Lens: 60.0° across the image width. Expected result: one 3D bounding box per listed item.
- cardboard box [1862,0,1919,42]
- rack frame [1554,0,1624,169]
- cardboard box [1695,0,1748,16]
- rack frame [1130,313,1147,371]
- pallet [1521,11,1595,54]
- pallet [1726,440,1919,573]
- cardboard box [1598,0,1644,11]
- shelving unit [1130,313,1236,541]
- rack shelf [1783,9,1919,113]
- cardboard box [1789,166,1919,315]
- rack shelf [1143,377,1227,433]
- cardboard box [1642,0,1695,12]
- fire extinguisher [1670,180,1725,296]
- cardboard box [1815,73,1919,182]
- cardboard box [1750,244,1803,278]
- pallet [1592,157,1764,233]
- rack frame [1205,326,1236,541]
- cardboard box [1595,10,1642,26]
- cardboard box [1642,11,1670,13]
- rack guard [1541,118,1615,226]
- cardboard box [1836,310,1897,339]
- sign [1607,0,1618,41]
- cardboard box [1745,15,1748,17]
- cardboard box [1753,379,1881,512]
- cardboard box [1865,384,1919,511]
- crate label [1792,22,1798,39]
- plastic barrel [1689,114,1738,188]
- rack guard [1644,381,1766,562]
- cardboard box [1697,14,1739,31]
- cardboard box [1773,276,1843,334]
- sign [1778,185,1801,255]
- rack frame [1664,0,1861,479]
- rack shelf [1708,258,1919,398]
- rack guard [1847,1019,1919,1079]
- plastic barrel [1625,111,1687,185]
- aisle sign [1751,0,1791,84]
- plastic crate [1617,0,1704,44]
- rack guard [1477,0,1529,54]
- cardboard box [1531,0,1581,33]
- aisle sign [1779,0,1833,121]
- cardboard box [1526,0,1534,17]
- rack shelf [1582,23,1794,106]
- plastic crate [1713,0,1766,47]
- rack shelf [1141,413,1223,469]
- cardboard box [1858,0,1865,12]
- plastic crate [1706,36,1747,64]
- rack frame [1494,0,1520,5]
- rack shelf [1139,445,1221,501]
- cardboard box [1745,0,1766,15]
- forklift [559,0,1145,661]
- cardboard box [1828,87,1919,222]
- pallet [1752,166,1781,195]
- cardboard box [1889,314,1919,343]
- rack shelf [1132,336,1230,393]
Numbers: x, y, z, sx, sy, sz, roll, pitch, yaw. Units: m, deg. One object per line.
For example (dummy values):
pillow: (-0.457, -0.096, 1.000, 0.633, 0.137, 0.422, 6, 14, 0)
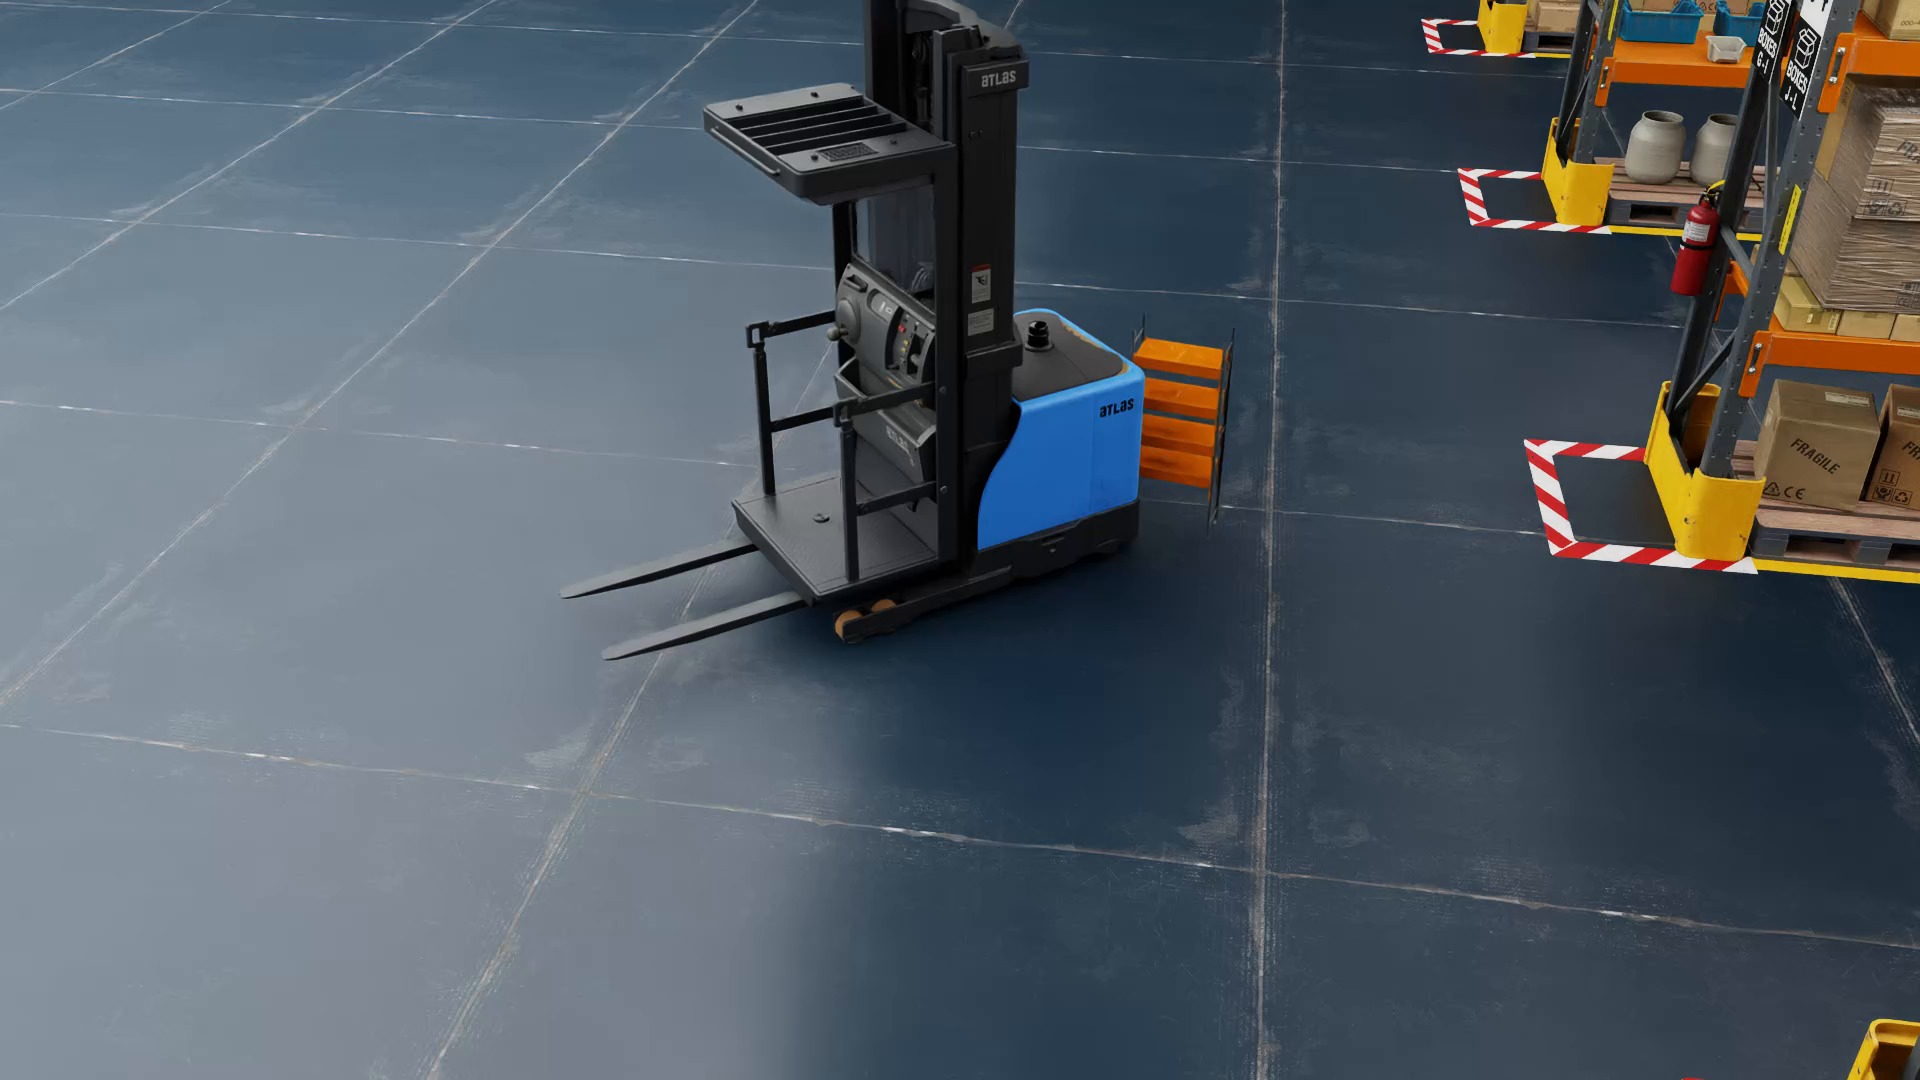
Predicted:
cardboard box: (4.561, -2.505, 7.739, 0.500, 0.250, 0.500, 6, 33, 10)
rack frame: (4.963, -4.066, 12.919, 0.127, 3.000, 1.000, 5, 32, 8)
cardboard box: (7.769, -5.687, 16.998, 0.500, 0.500, 0.500, 5, 32, 8)
rack frame: (0.954, -0.652, 9.161, 0.015, 1.200, 0.240, 11, 34, 17)
pallet: (6.561, -5.428, 17.723, 1.213, 0.211, 1.003, 5, 32, 8)
pallet: (4.999, -0.196, 9.364, 1.213, 0.211, 1.003, 5, 32, 8)
cardboard box: (6.784, -5.779, 17.144, 0.500, 0.500, 0.500, 5, 32, 8)
shelving unit: (1.183, -0.607, 9.089, 0.503, 1.200, 0.258, 11, 34, 17)
rack shelf: (6.101, -2.264, 7.890, 4.000, 0.370, 1.077, 5, 32, 8)
cardboard box: (4.667, -1.581, 8.573, 0.500, 0.500, 0.875, 5, 32, 8)
rack shelf: (1.183, -0.740, 9.006, 0.480, 0.148, 0.258, 11, 34, 17)
cardboard box: (7.279, -5.741, 17.083, 0.500, 0.500, 0.500, 5, 32, 8)
fire extinguisher: (4.094, -1.694, 9.202, 0.183, 0.674, 0.296, 5, 32, 8)
cardboard box: (4.713, -2.148, 8.537, 0.500, 0.500, 0.500, 5, 32, 8)
cardboard box: (4.445, -1.452, 8.979, 0.250, 0.149, 0.380, 5, 32, 8)
pallet: (5.845, -2.826, 13.567, 1.213, 0.211, 1.003, 5, 32, 8)
rack frame: (1.411, -0.562, 9.017, 0.015, 1.200, 0.240, 11, 34, 17)
cardboard box: (6.784, -5.462, 17.344, 0.500, 0.250, 0.500, 5, 32, 8)
cardboard box: (7.277, -5.417, 17.273, 0.500, 0.250, 0.500, 5, 32, 8)
rack guard: (5.045, -3.024, 13.610, 0.348, 0.500, 1.175, 5, 32, 8)
cardboard box: (4.613, -1.187, 8.555, 0.250, 0.149, 0.380, 5, 32, 8)
sign: (4.866, -3.896, 12.386, 0.005, 0.325, 0.100, 5, 32, 8)
cardboard box: (8.262, -5.325, 17.127, 0.500, 0.250, 0.500, 5, 32, 8)
cardboard box: (4.742, -0.529, 9.229, 0.500, 0.500, 0.500, 11, 34, 17)
cardboard box: (5.337, -0.494, 9.172, 0.500, 0.500, 0.500, 14, 35, 21)
crate label: (6.822, -4.058, 12.873, 0.616, 0.435, 0.502, 5, 32, 8)
plastic barrel: (6.118, -3.126, 13.366, 0.421, 0.512, 0.421, 0, 32, 0)
rack guard: (4.204, -0.409, 9.433, 0.348, 0.500, 1.175, 5, 32, 8)
cardboard box: (7.769, -5.370, 17.197, 0.500, 0.250, 0.500, 5, 32, 8)
cardboard box: (4.370, -1.219, 8.607, 0.250, 0.149, 0.380, 5, 32, 8)
sign: (4.038, -1.559, 8.097, 0.005, 0.325, 0.100, 5, 32, 8)
rack frame: (4.129, -1.476, 8.780, 0.127, 3.000, 1.000, 5, 32, 8)
rack shelf: (6.101, -0.992, 8.686, 4.000, 0.370, 1.077, 5, 32, 8)
rack guard: (3.172, 2.167, 5.317, 0.348, 0.500, 1.175, 5, 32, 8)
plastic barrel: (5.624, -3.171, 13.437, 0.421, 0.512, 0.421, 0, 32, 0)
aisle sign: (4.119, -2.740, 8.350, 0.004, 0.787, 0.394, 5, 32, 8)
plastic crate: (5.506, -4.115, 13.137, 0.616, 0.251, 0.499, 5, 32, 8)
rack guard: (5.776, -5.599, 17.724, 0.348, 0.500, 1.175, 5, 32, 8)
cardboard box: (6.291, -5.505, 17.413, 0.500, 0.250, 0.500, 5, 32, 8)
aisle sign: (4.018, -2.426, 7.849, 0.004, 0.787, 0.394, 5, 32, 8)
cardboard box: (6.378, -5.775, 17.845, 0.500, 0.250, 0.500, 5, 32, 8)
rack shelf: (6.934, -3.582, 12.824, 4.000, 0.370, 1.077, 5, 32, 8)
plastic crate: (6.146, -4.054, 13.039, 0.408, 0.251, 0.499, 5, 32, 8)
rack shelf: (1.183, -0.550, 9.125, 0.480, 0.148, 0.258, 11, 34, 17)
cardboard box: (4.647, -2.773, 8.168, 0.500, 0.250, 0.500, 6, 33, 9)
plastic crate: (5.791, -3.706, 12.592, 0.250, 0.136, 0.298, 5, 32, 8)
rack frame: (5.800, -6.656, 17.057, 0.127, 3.000, 1.000, 5, 32, 8)
rack shelf: (1.183, -0.382, 9.230, 0.480, 0.148, 0.258, 11, 34, 17)
cardboard box: (8.264, -5.650, 16.938, 0.500, 0.500, 0.500, 5, 32, 8)
forklift: (-0.553, -1.039, 8.148, 3.031, 2.935, 1.130, -17, 36, -25)
cardboard box: (4.626, -1.876, 8.103, 0.500, 0.500, 0.500, 5, 32, 8)
pallet: (7.044, -2.716, 13.391, 1.213, 0.211, 1.003, 5, 32, 8)
cardboard box: (4.857, -1.156, 8.507, 0.250, 0.149, 0.380, 5, 32, 8)
rack shelf: (1.183, -0.940, 8.881, 0.480, 0.148, 0.258, 11, 34, 17)
